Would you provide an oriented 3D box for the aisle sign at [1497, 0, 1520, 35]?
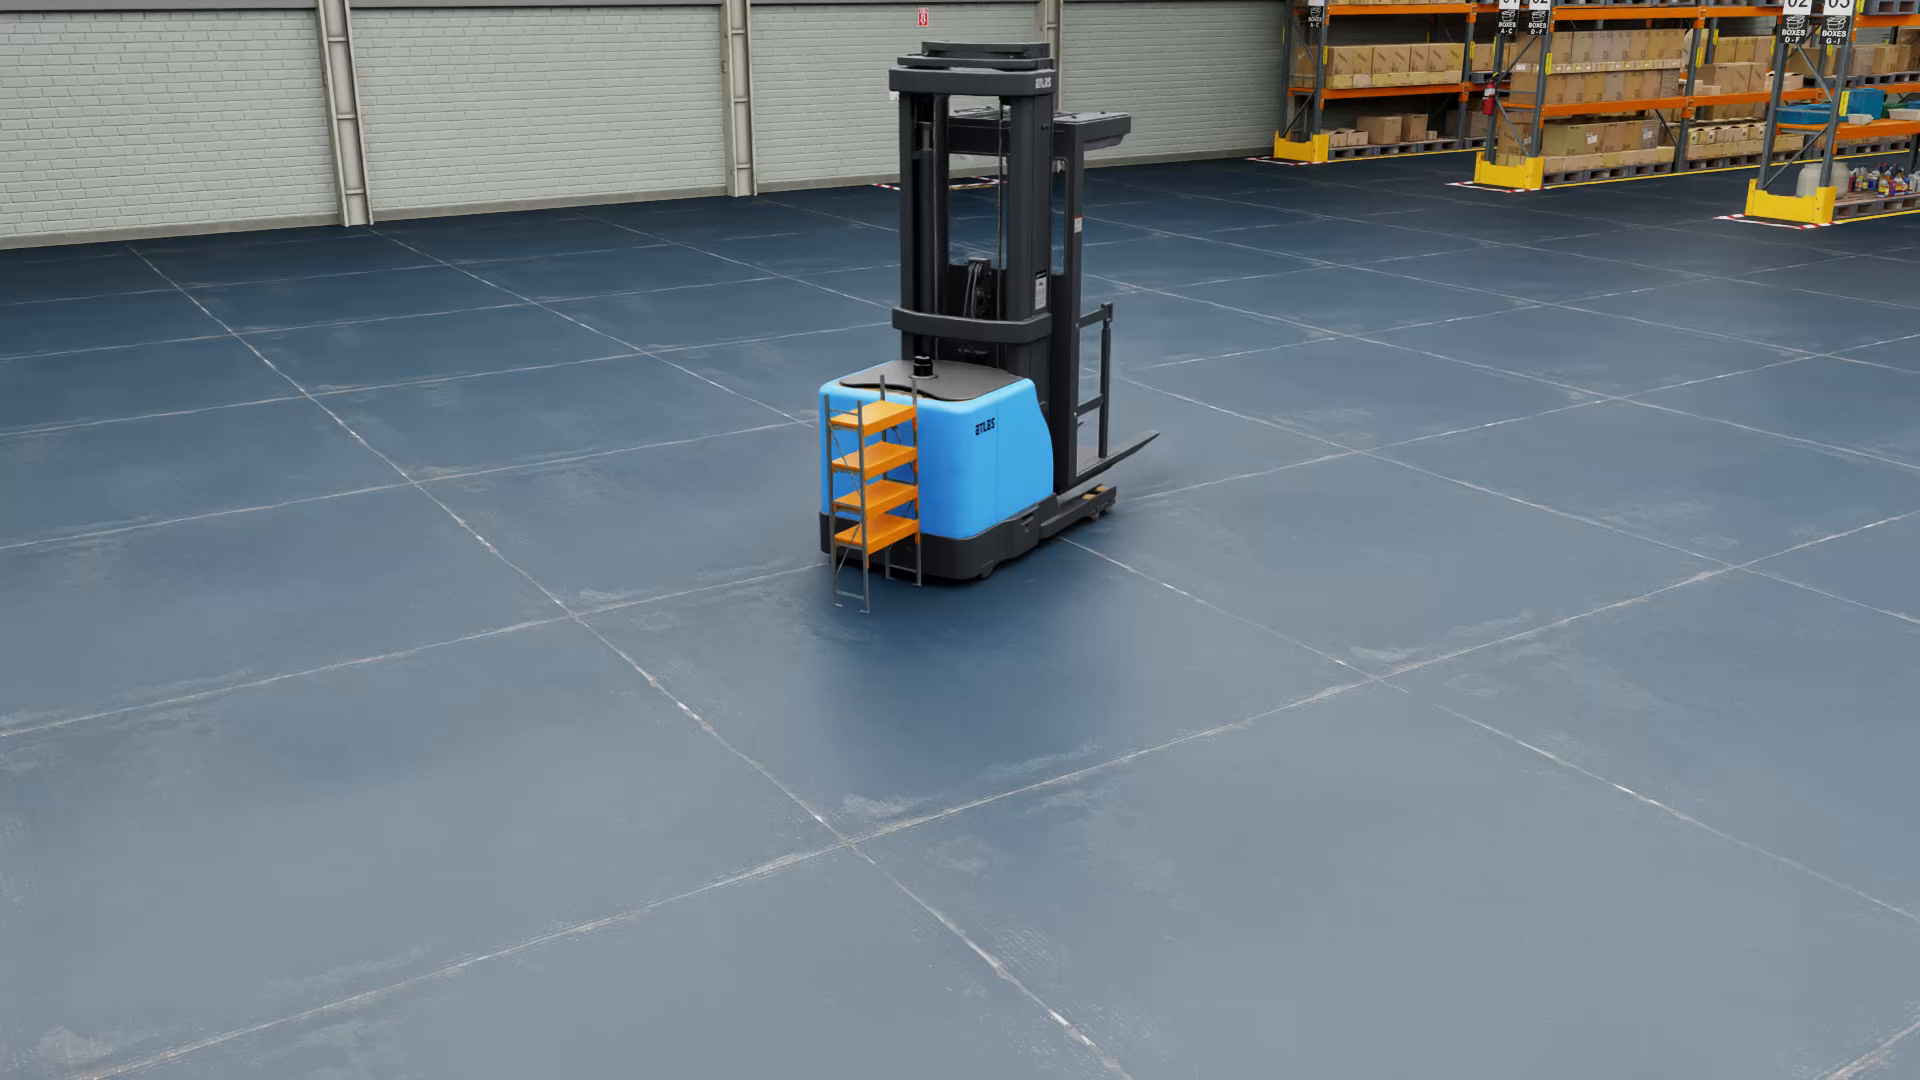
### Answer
[{"bbox_3d":[8.947,-8.656,27.107,0.004,0.787,0.394,-12,22,-31],"label":"aisle sign"}]

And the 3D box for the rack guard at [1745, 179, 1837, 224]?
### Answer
[{"bbox_3d":[11.922,-4.874,23.881,0.348,0.500,1.175,-12,22,-31],"label":"rack guard"}]

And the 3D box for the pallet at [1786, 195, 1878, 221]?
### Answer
[{"bbox_3d":[12.604,-4.879,24.346,1.213,0.211,1.003,-12,22,-31],"label":"pallet"}]

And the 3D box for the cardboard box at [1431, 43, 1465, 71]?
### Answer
[{"bbox_3d":[9.552,-9.514,32.736,0.500,0.500,0.500,-12,22,-32],"label":"cardboard box"}]

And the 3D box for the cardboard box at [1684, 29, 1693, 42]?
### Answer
[{"bbox_3d":[15.777,-11.111,36.603,0.500,0.250,0.500,-11,22,-30],"label":"cardboard box"}]

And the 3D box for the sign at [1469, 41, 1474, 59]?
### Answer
[{"bbox_3d":[10.082,-9.653,32.762,0.005,0.325,0.100,-12,22,-31],"label":"sign"}]

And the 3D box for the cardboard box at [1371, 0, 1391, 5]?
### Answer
[{"bbox_3d":[7.753,-10.330,31.244,0.500,0.500,0.500,-11,21,-29],"label":"cardboard box"}]

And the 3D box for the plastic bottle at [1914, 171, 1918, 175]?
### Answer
[{"bbox_3d":[14.584,-5.466,25.294,0.135,0.276,0.152,-12,22,-31],"label":"plastic bottle"}]

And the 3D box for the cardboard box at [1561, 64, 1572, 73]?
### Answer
[{"bbox_3d":[9.829,-7.771,27.379,0.250,0.149,0.380,-13,22,-33],"label":"cardboard box"}]

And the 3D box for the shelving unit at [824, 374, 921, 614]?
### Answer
[{"bbox_3d":[-0.468,-0.255,9.109,0.258,1.200,0.503,12,24,32],"label":"shelving unit"}]

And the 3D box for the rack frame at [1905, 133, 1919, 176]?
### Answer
[{"bbox_3d":[15.226,-6.737,25.488,0.127,3.000,1.000,-12,22,-31],"label":"rack frame"}]

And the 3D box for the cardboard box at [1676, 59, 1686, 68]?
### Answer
[{"bbox_3d":[12.395,-8.312,28.978,0.250,0.149,0.380,-12,22,-31],"label":"cardboard box"}]

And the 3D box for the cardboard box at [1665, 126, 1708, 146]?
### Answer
[{"bbox_3d":[12.987,-7.230,29.710,0.500,0.311,0.500,-12,22,-31],"label":"cardboard box"}]

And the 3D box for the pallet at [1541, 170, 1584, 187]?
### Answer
[{"bbox_3d":[9.779,-6.183,28.203,1.213,0.211,1.003,-12,22,-31],"label":"pallet"}]

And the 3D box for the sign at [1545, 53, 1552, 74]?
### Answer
[{"bbox_3d":[9.464,-7.656,26.731,0.005,0.325,0.100,-12,22,-31],"label":"sign"}]

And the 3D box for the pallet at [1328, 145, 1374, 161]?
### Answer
[{"bbox_3d":[7.198,-7.508,32.124,1.213,0.211,1.003,-12,22,-31],"label":"pallet"}]

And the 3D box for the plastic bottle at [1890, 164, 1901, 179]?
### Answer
[{"bbox_3d":[14.403,-5.620,25.635,0.185,0.351,0.144,-12,22,-31],"label":"plastic bottle"}]

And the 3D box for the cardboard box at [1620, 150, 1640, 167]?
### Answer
[{"bbox_3d":[11.405,-6.641,28.843,0.500,0.250,0.500,-12,22,-31],"label":"cardboard box"}]

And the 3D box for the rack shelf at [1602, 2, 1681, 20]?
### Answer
[{"bbox_3d":[14.788,-11.524,36.087,4.000,0.370,1.077,-12,22,-31],"label":"rack shelf"}]

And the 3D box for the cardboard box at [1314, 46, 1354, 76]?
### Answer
[{"bbox_3d":[7.000,-8.979,31.154,0.500,0.500,0.500,-12,22,-31],"label":"cardboard box"}]

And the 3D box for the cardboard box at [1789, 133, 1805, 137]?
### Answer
[{"bbox_3d":[15.543,-7.771,31.309,0.500,0.311,0.500,-11,22,-30],"label":"cardboard box"}]

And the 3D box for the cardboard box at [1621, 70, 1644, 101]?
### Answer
[{"bbox_3d":[11.279,-7.848,28.619,0.500,0.500,0.700,-12,22,-31],"label":"cardboard box"}]

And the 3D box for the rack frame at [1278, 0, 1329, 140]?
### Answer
[{"bbox_3d":[6.436,-8.682,31.242,0.127,3.000,1.000,-12,22,-31],"label":"rack frame"}]

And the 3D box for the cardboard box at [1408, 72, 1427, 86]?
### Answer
[{"bbox_3d":[8.716,-8.982,32.333,0.500,0.250,0.500,-12,22,-32],"label":"cardboard box"}]

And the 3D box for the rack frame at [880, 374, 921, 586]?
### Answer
[{"bbox_3d":[-0.331,-0.325,9.298,0.240,1.200,0.015,12,24,32],"label":"rack frame"}]

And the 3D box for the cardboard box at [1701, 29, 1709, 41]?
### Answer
[{"bbox_3d":[16.209,-11.198,36.862,0.500,0.250,0.500,-11,22,-30],"label":"cardboard box"}]

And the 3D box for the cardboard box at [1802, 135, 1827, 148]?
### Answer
[{"bbox_3d":[16.383,-7.795,31.834,0.500,0.500,0.500,-11,22,-29],"label":"cardboard box"}]

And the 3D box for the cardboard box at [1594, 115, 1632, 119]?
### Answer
[{"bbox_3d":[11.532,-7.226,29.401,0.500,0.500,0.500,-12,22,-31],"label":"cardboard box"}]

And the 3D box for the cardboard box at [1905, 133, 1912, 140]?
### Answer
[{"bbox_3d":[18.931,-8.332,33.423,0.500,0.500,0.500,-12,22,-32],"label":"cardboard box"}]

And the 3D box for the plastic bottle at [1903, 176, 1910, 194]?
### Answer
[{"bbox_3d":[14.110,-5.298,24.805,0.097,0.271,0.097,0,19,0],"label":"plastic bottle"}]

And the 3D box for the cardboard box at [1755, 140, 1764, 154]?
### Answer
[{"bbox_3d":[14.690,-7.326,30.868,0.500,0.250,0.500,-11,22,-30],"label":"cardboard box"}]

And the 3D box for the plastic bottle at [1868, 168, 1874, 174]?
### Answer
[{"bbox_3d":[14.005,-5.576,25.609,0.133,0.283,0.061,-11,21,-29],"label":"plastic bottle"}]

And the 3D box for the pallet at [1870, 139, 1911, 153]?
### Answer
[{"bbox_3d":[18.527,-7.997,33.570,1.213,0.211,1.003,-12,22,-31],"label":"pallet"}]

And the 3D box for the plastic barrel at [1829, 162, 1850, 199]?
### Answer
[{"bbox_3d":[12.811,-5.277,24.400,0.421,0.512,0.421,0,19,0],"label":"plastic barrel"}]

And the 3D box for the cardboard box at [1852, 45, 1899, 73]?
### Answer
[{"bbox_3d":[18.128,-9.556,33.015,0.500,0.500,0.700,-8,20,-23],"label":"cardboard box"}]

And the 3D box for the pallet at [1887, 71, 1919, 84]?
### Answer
[{"bbox_3d":[18.458,-9.269,33.278,1.213,0.211,1.003,-12,22,-31],"label":"pallet"}]

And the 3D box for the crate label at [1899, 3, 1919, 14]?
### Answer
[{"bbox_3d":[13.630,-7.624,23.661,0.408,0.251,0.502,-12,22,-31],"label":"crate label"}]

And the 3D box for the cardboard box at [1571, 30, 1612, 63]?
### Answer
[{"bbox_3d":[10.462,-8.291,27.903,0.500,0.500,0.700,-12,22,-31],"label":"cardboard box"}]

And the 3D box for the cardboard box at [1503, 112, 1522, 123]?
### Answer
[{"bbox_3d":[11.235,-8.728,34.596,0.500,0.500,0.700,-12,22,-31],"label":"cardboard box"}]

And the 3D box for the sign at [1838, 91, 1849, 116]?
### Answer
[{"bbox_3d":[12.184,-6.015,22.922,0.005,0.325,0.100,-12,22,-31],"label":"sign"}]

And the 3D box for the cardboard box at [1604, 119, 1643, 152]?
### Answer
[{"bbox_3d":[11.398,-7.000,28.733,0.500,0.500,0.500,-12,22,-31],"label":"cardboard box"}]

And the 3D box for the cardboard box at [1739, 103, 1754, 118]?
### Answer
[{"bbox_3d":[17.991,-10.092,38.661,0.500,0.500,0.700,-11,22,-30],"label":"cardboard box"}]

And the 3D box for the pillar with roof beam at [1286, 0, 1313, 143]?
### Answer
[{"bbox_3d":[8.913,-10.727,27.924,0.400,9.000,9.100,-12,22,-31],"label":"pillar with roof beam"}]

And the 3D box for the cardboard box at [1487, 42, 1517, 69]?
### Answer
[{"bbox_3d":[11.224,-9.944,34.131,0.500,0.500,0.700,-9,21,-24],"label":"cardboard box"}]

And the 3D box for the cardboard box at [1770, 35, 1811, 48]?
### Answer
[{"bbox_3d":[19.379,-11.550,39.257,0.700,0.700,0.980,-11,21,-29],"label":"cardboard box"}]

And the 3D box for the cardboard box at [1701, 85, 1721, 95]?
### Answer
[{"bbox_3d":[13.357,-8.045,29.749,0.250,0.149,0.380,-12,22,-31],"label":"cardboard box"}]

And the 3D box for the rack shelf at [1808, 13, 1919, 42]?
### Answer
[{"bbox_3d":[13.555,-7.465,24.081,4.000,0.370,1.077,-12,22,-31],"label":"rack shelf"}]

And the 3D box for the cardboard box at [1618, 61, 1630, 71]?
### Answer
[{"bbox_3d":[11.114,-8.041,28.177,0.250,0.149,0.380,-11,22,-30],"label":"cardboard box"}]

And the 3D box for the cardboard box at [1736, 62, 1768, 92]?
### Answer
[{"bbox_3d":[14.453,-8.514,30.590,0.500,0.500,0.500,-13,23,-34],"label":"cardboard box"}]

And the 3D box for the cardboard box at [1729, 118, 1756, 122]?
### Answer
[{"bbox_3d":[14.812,-7.820,31.455,0.500,0.311,0.500,-13,22,-33],"label":"cardboard box"}]

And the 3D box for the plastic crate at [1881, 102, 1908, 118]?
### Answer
[{"bbox_3d":[13.937,-6.473,25.038,0.662,0.188,0.450,-12,22,-31],"label":"plastic crate"}]

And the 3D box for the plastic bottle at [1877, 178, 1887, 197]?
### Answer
[{"bbox_3d":[13.571,-5.184,24.468,0.097,0.271,0.097,0,19,0],"label":"plastic bottle"}]

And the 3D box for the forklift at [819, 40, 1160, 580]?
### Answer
[{"bbox_3d":[0.358,-1.587,10.361,1.130,2.935,3.031,11,21,29],"label":"forklift"}]
